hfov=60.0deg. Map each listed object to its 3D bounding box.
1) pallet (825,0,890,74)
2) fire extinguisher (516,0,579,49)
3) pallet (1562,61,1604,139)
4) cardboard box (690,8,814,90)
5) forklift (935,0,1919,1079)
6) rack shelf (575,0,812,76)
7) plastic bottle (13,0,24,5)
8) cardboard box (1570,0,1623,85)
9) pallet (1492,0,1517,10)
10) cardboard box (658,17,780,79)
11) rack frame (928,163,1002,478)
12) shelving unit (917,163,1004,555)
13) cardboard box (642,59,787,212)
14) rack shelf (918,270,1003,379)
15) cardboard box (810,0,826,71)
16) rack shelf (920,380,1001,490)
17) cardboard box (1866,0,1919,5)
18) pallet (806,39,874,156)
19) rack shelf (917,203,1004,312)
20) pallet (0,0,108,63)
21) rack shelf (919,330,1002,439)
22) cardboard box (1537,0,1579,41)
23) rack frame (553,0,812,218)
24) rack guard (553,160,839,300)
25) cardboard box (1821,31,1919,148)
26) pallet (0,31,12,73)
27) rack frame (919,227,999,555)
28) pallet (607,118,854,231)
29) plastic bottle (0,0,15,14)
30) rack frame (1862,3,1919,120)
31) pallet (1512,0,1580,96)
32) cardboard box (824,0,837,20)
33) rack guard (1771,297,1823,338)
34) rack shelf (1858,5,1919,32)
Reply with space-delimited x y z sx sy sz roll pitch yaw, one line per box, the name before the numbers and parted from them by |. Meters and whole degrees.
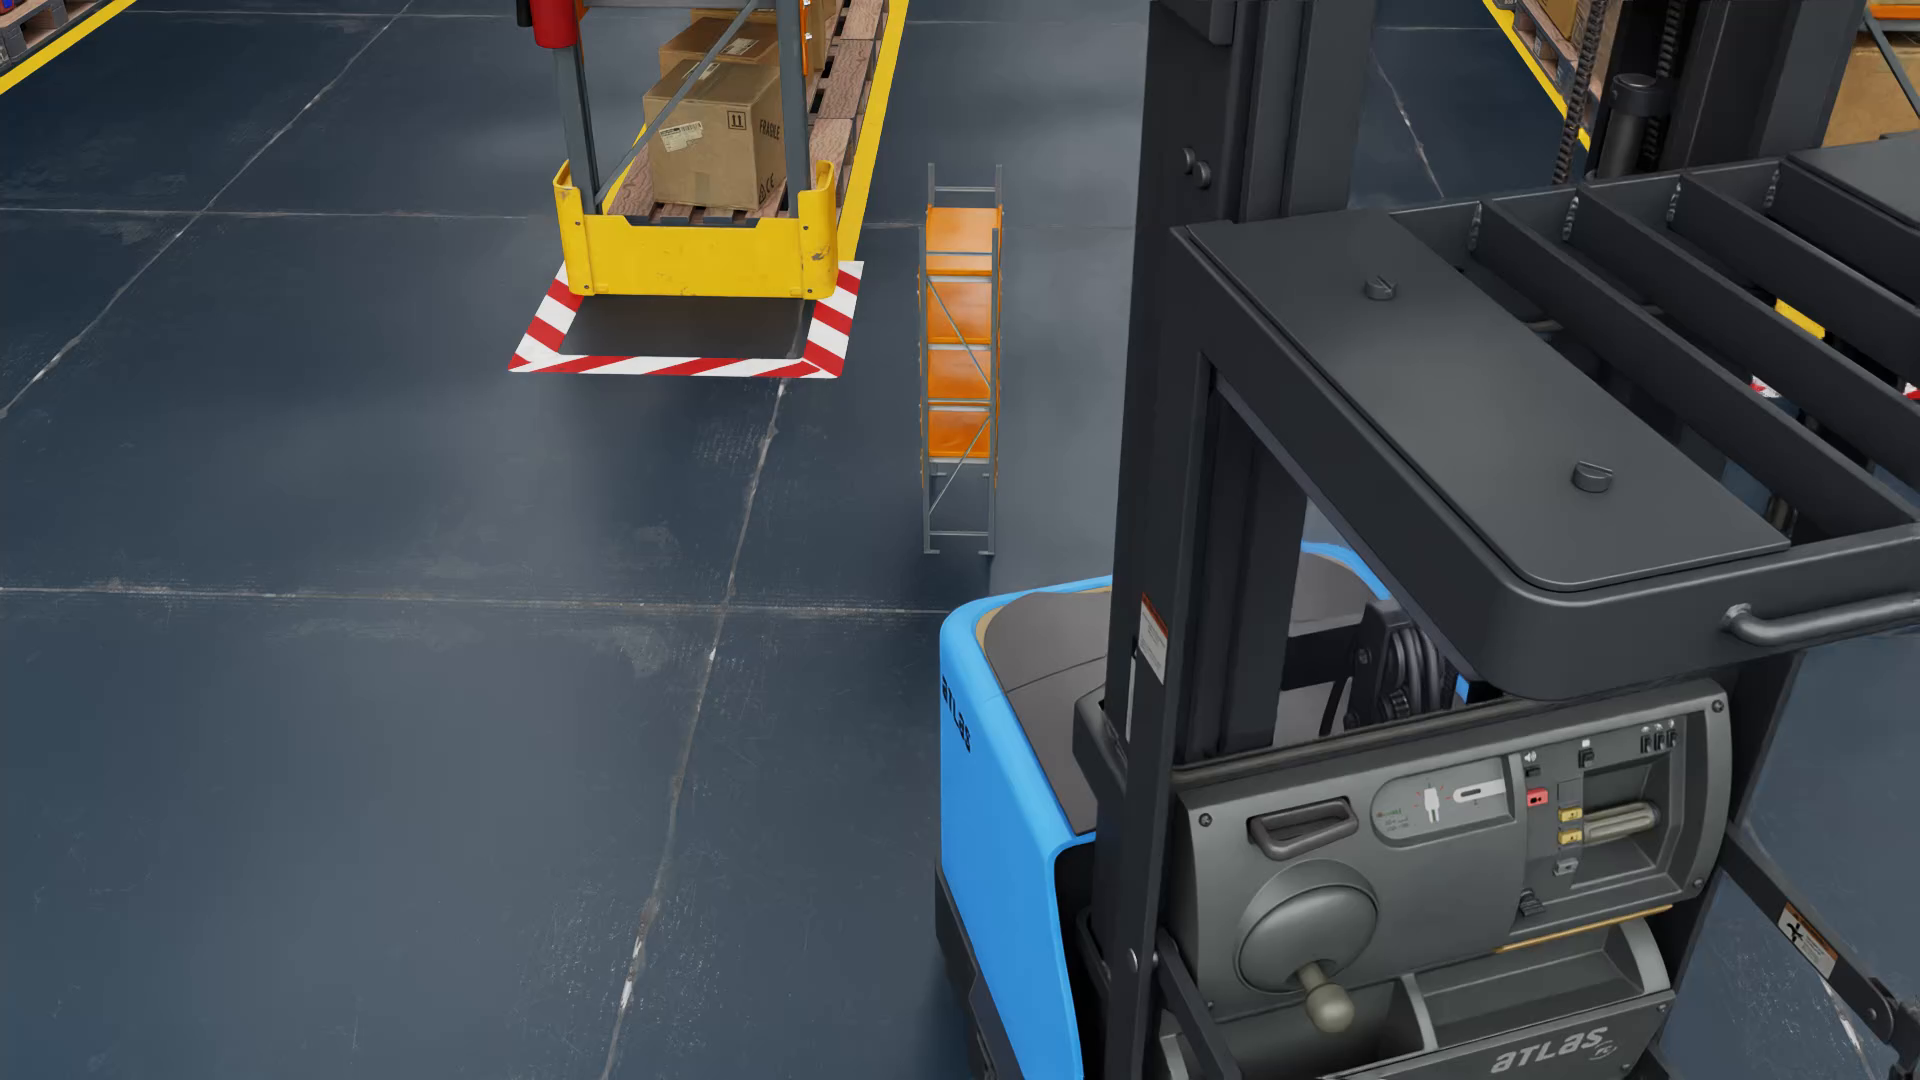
pallet | -0.968 -3.113 9.995 1.003 0.211 1.213 1 35 2
fire extinguisher | -1.602 -2.255 6.417 0.296 0.674 0.183 1 35 2
pallet | 3.821 -2.189 8.681 1.003 0.211 1.213 1 35 2
cardboard box | -1.061 -2.553 8.583 0.500 0.500 0.500 4 35 6
forklift | 0.851 0.553 2.414 1.130 2.935 3.031 -10 36 -14
rack shelf | -1.056 -3.197 8.315 1.077 0.370 4.000 1 35 2
plastic bottle | -5.671 -3.364 9.849 0.144 0.351 0.185 0 35 0
cardboard box | 3.848 -2.892 8.739 0.875 0.875 0.875 2 35 2
pallet | 3.932 -3.772 10.933 1.003 0.211 1.213 1 35 2
cardboard box | -1.105 -2.194 8.071 0.500 0.500 0.500 10 36 14
rack frame | 0.016 -0.726 5.740 0.240 1.200 0.015 1 35 2
shelving unit | 0.007 -0.586 5.540 0.258 1.200 0.503 1 35 2
cardboard box | -1.095 -1.849 7.582 0.500 0.500 0.500 8 36 11
rack shelf | 0.007 -0.714 5.450 0.258 0.148 0.480 1 35 2
cardboard box | -0.994 -2.873 9.037 0.500 0.500 0.500 -2 35 -2
rack shelf | 0.007 -0.369 5.693 0.258 0.148 0.480 1 35 2
cardboard box | 3.785 -2.445 6.490 0.875 0.550 0.550 1 35 2
pallet | -1.014 -2.410 8.995 1.003 0.211 1.213 1 35 2
rack shelf | 0.007 -0.908 5.314 0.258 0.148 0.480 1 35 2
pallet | -5.994 -3.229 10.161 1.003 0.211 1.213 1 35 2
rack shelf | 0.007 -0.531 5.579 0.258 0.148 0.480 1 35 2
cardboard box | 3.881 -3.410 9.476 0.875 0.875 0.875 2 35 3
rack frame | -1.137 -2.342 6.474 1.000 3.000 0.127 1 35 2
rack guard | -1.134 -1.363 7.255 1.175 0.500 0.348 1 35 2
cardboard box | 3.776 -1.863 7.275 0.875 0.875 0.875 2 35 2
pallet | -6.040 -2.526 9.161 1.003 0.211 1.213 1 35 2
rack frame | -0.003 -0.446 5.341 0.240 1.200 0.015 1 35 2
pallet | -1.066 -1.711 8.001 1.003 0.211 1.213 1 35 2
plastic bottle | -5.635 -3.242 9.734 0.061 0.283 0.133 4 35 5
rack frame | 3.815 -2.169 6.228 1.000 3.000 0.127 1 35 2
pallet | 3.867 -2.892 9.681 1.003 0.211 1.213 1 35 2
cardboard box | -1.047 -3.231 9.547 0.500 0.500 0.500 12 37 17
rack guard | 3.814 -1.133 6.927 1.175 0.500 0.348 1 35 2
rack shelf | 3.896 -3.024 8.070 1.077 0.370 4.000 1 35 2
